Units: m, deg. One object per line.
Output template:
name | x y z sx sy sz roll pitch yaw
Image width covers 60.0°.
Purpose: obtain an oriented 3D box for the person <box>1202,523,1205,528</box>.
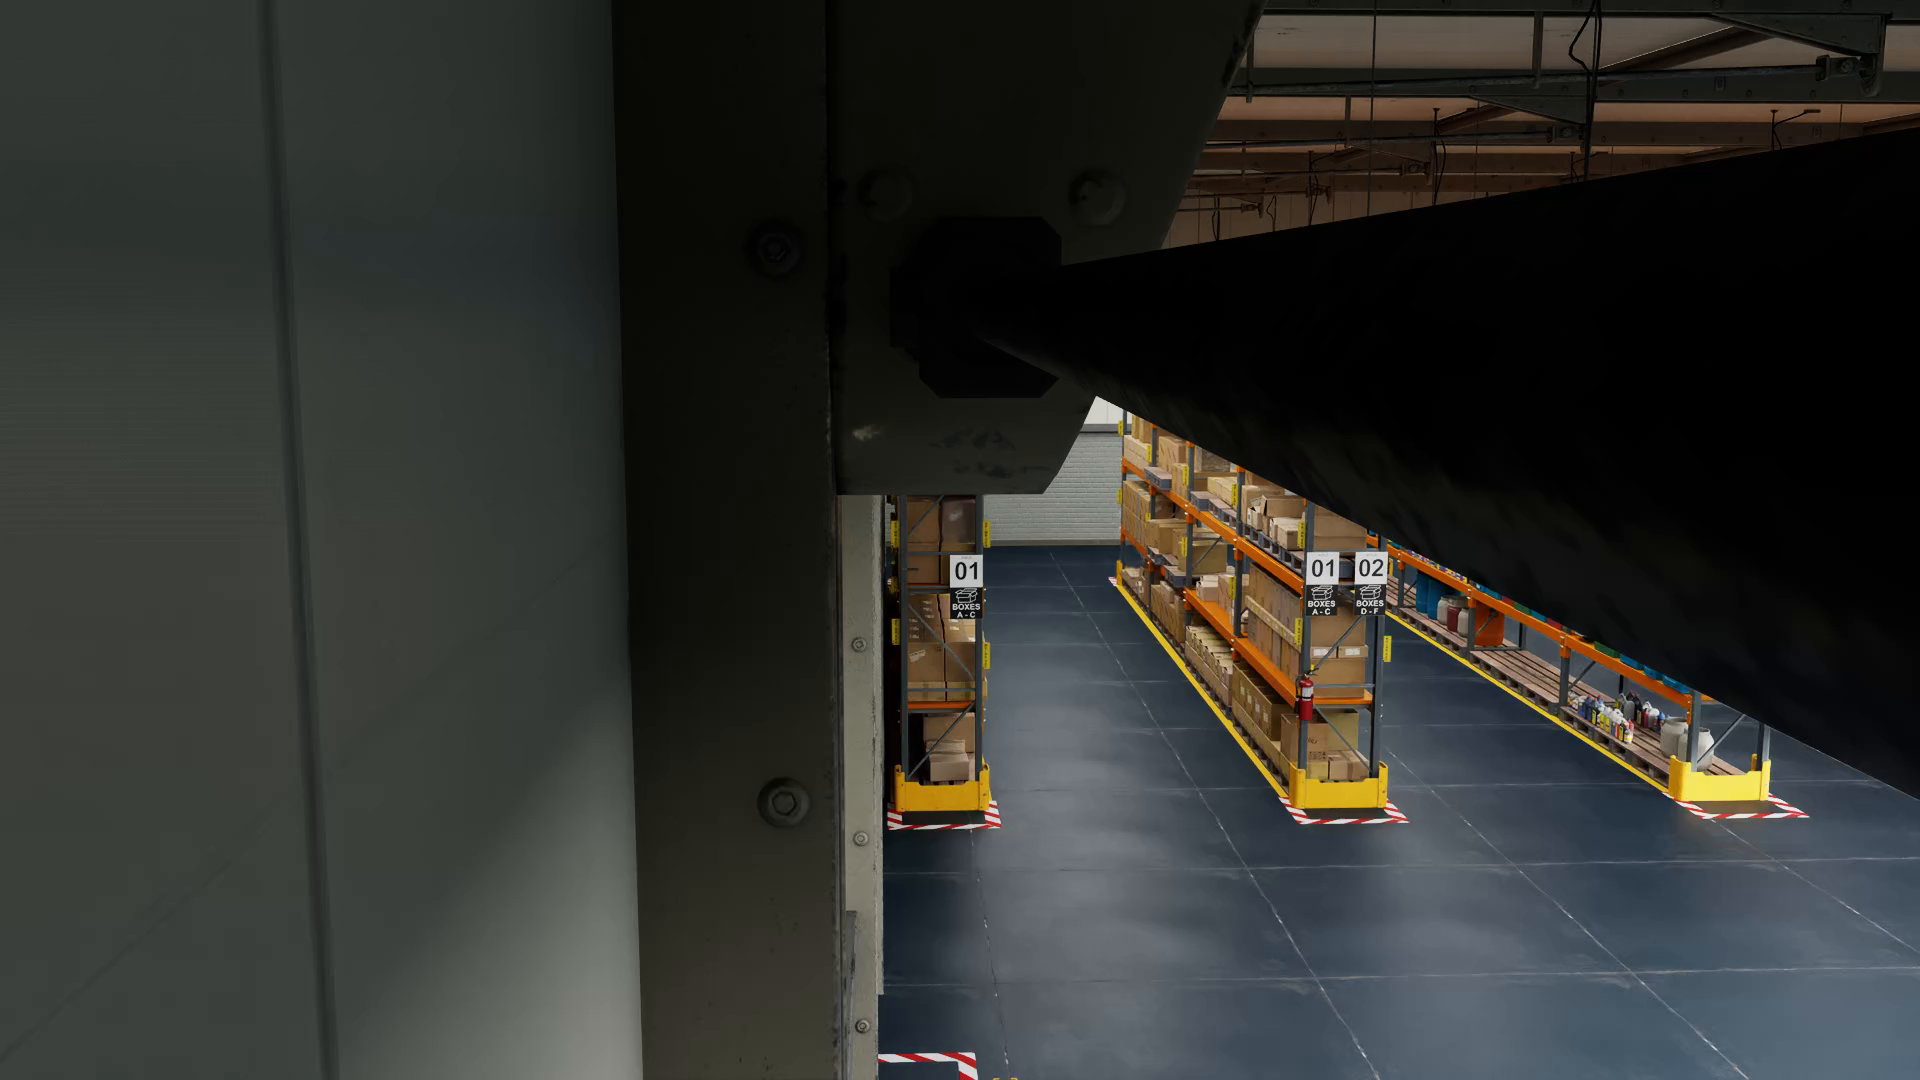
person | 5.233 0.013 37.163 0.638 1.736 0.692 5 10 31
